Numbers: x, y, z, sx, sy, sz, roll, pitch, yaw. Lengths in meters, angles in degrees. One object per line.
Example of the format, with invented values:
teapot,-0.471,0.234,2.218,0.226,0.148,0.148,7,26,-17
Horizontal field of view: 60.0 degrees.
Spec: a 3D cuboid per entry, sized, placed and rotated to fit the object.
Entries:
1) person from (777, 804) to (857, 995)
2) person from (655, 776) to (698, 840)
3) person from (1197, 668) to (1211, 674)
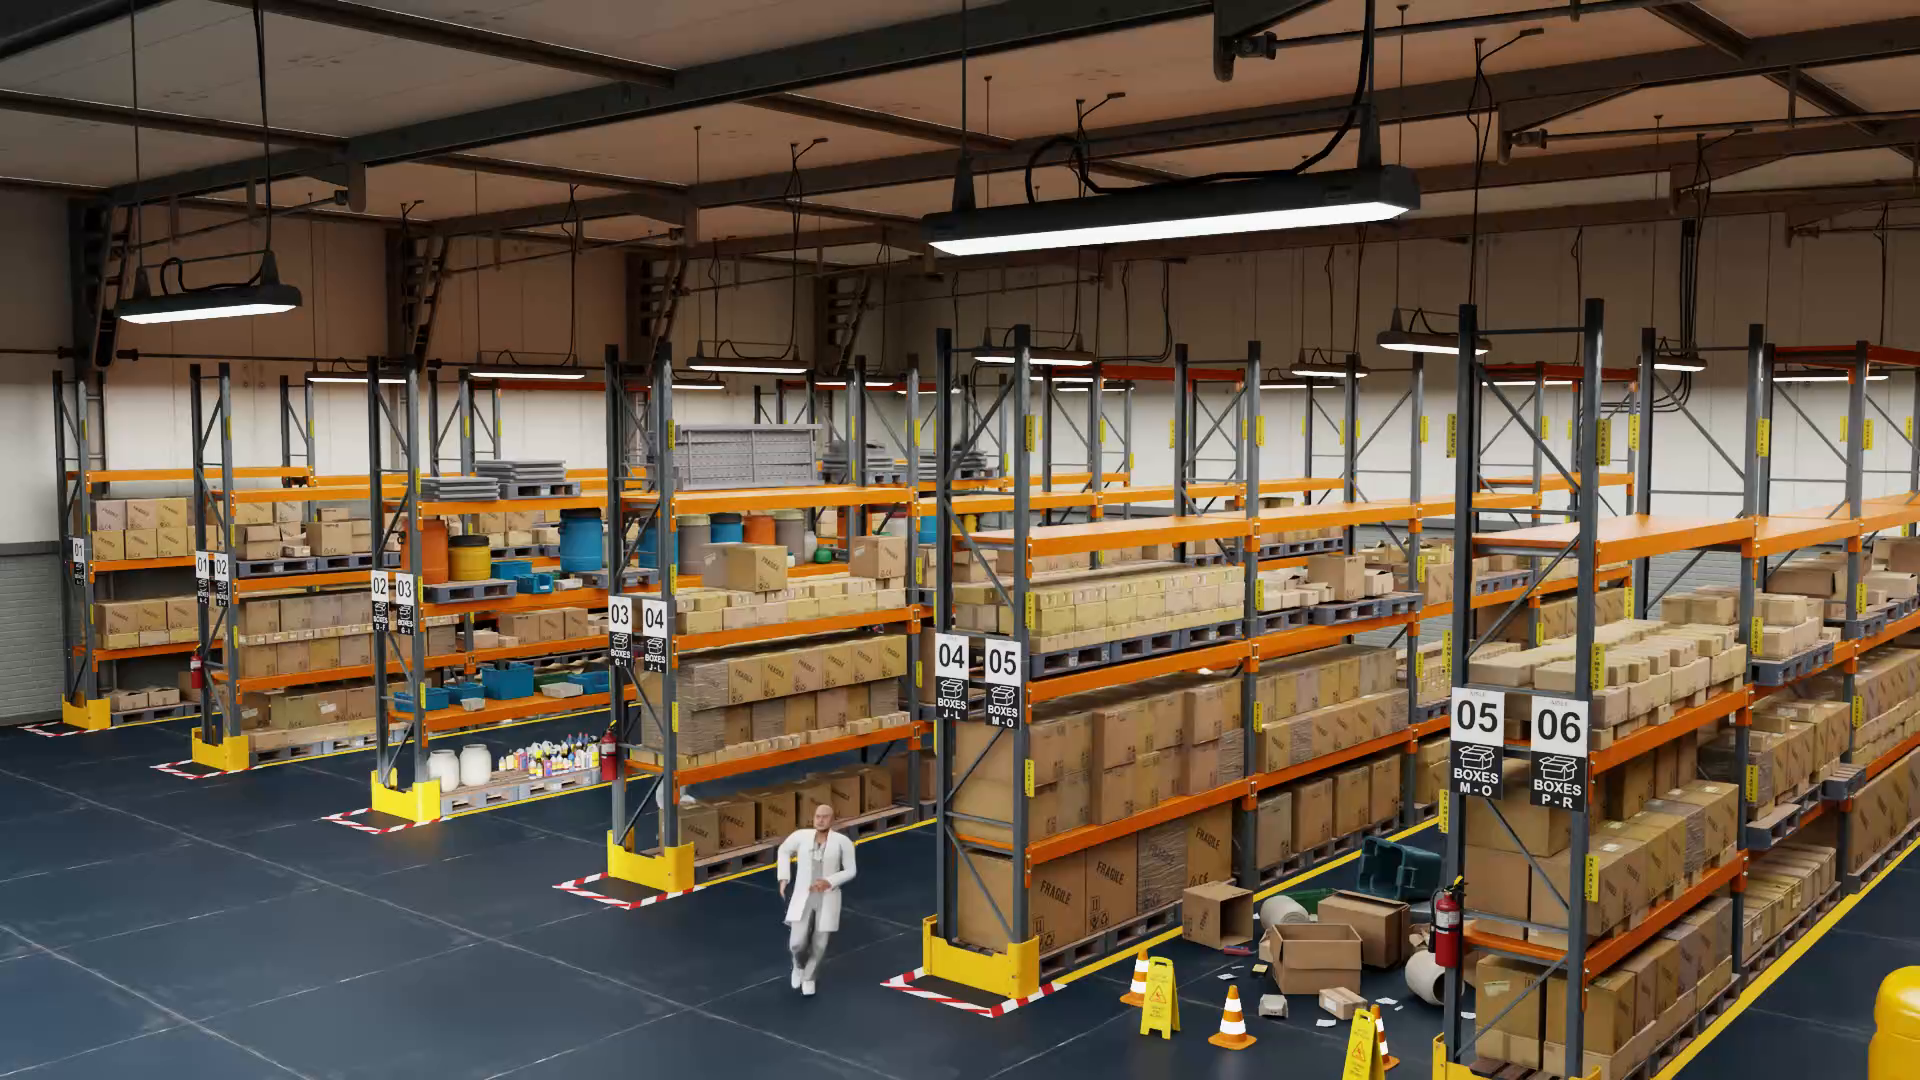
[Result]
person,-1.284,3.224,14.881,0.725,1.713,0.573,0,4,-2
person,-3.502,2.801,20.582,0.657,1.755,0.760,3,5,40
person,3.280,2.651,22.649,0.624,1.831,0.752,2,5,28
